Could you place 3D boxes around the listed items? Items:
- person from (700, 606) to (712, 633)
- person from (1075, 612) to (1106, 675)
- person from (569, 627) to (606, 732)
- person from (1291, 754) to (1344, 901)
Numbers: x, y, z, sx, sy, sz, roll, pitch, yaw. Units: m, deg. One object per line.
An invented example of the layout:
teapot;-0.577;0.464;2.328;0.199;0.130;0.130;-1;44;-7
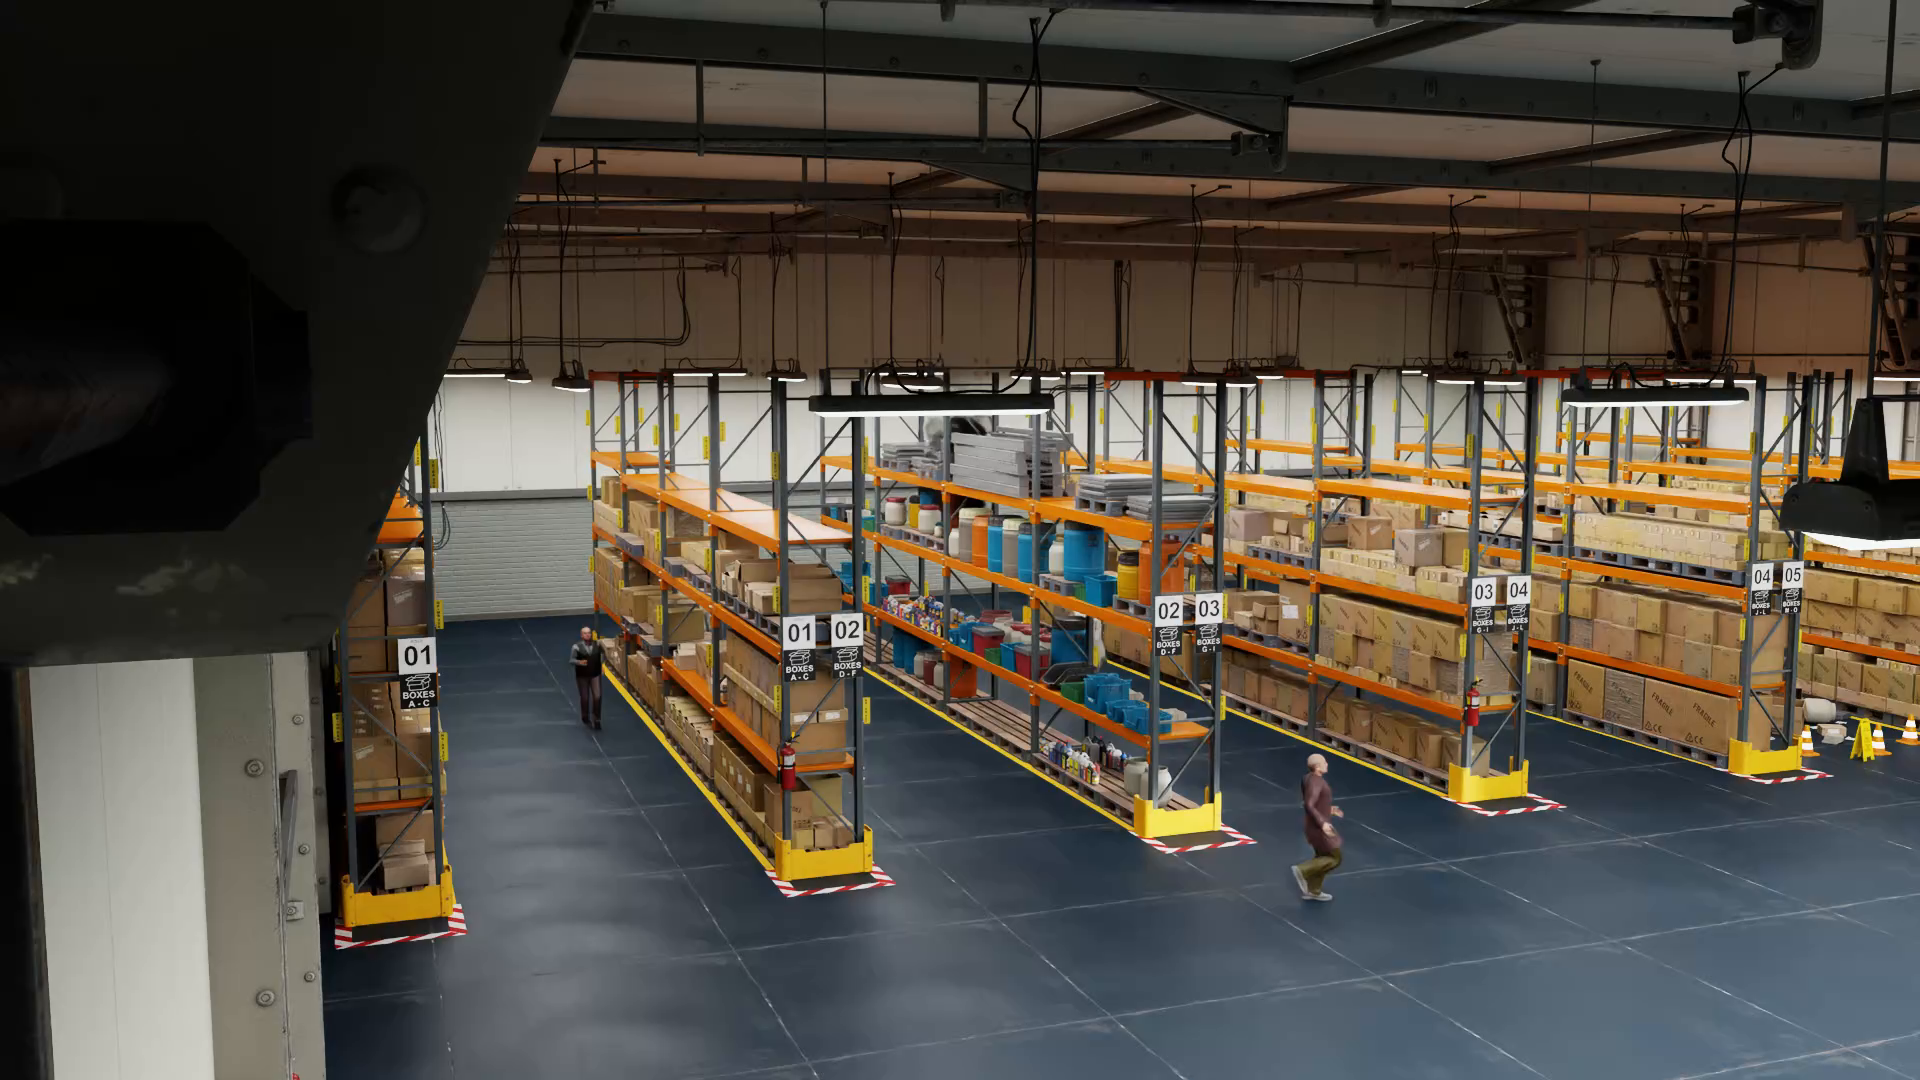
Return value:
person;-5.534;1.568;35.595;0.619;1.645;0.760;-3;7;-26
person;2.397;1.804;30.353;0.658;1.810;0.677;-3;7;-24
person;-6.279;2.392;28.110;0.638;1.704;0.777;-2;7;-19
person;4.150;3.331;19.265;0.635;1.735;0.708;0;6;1
